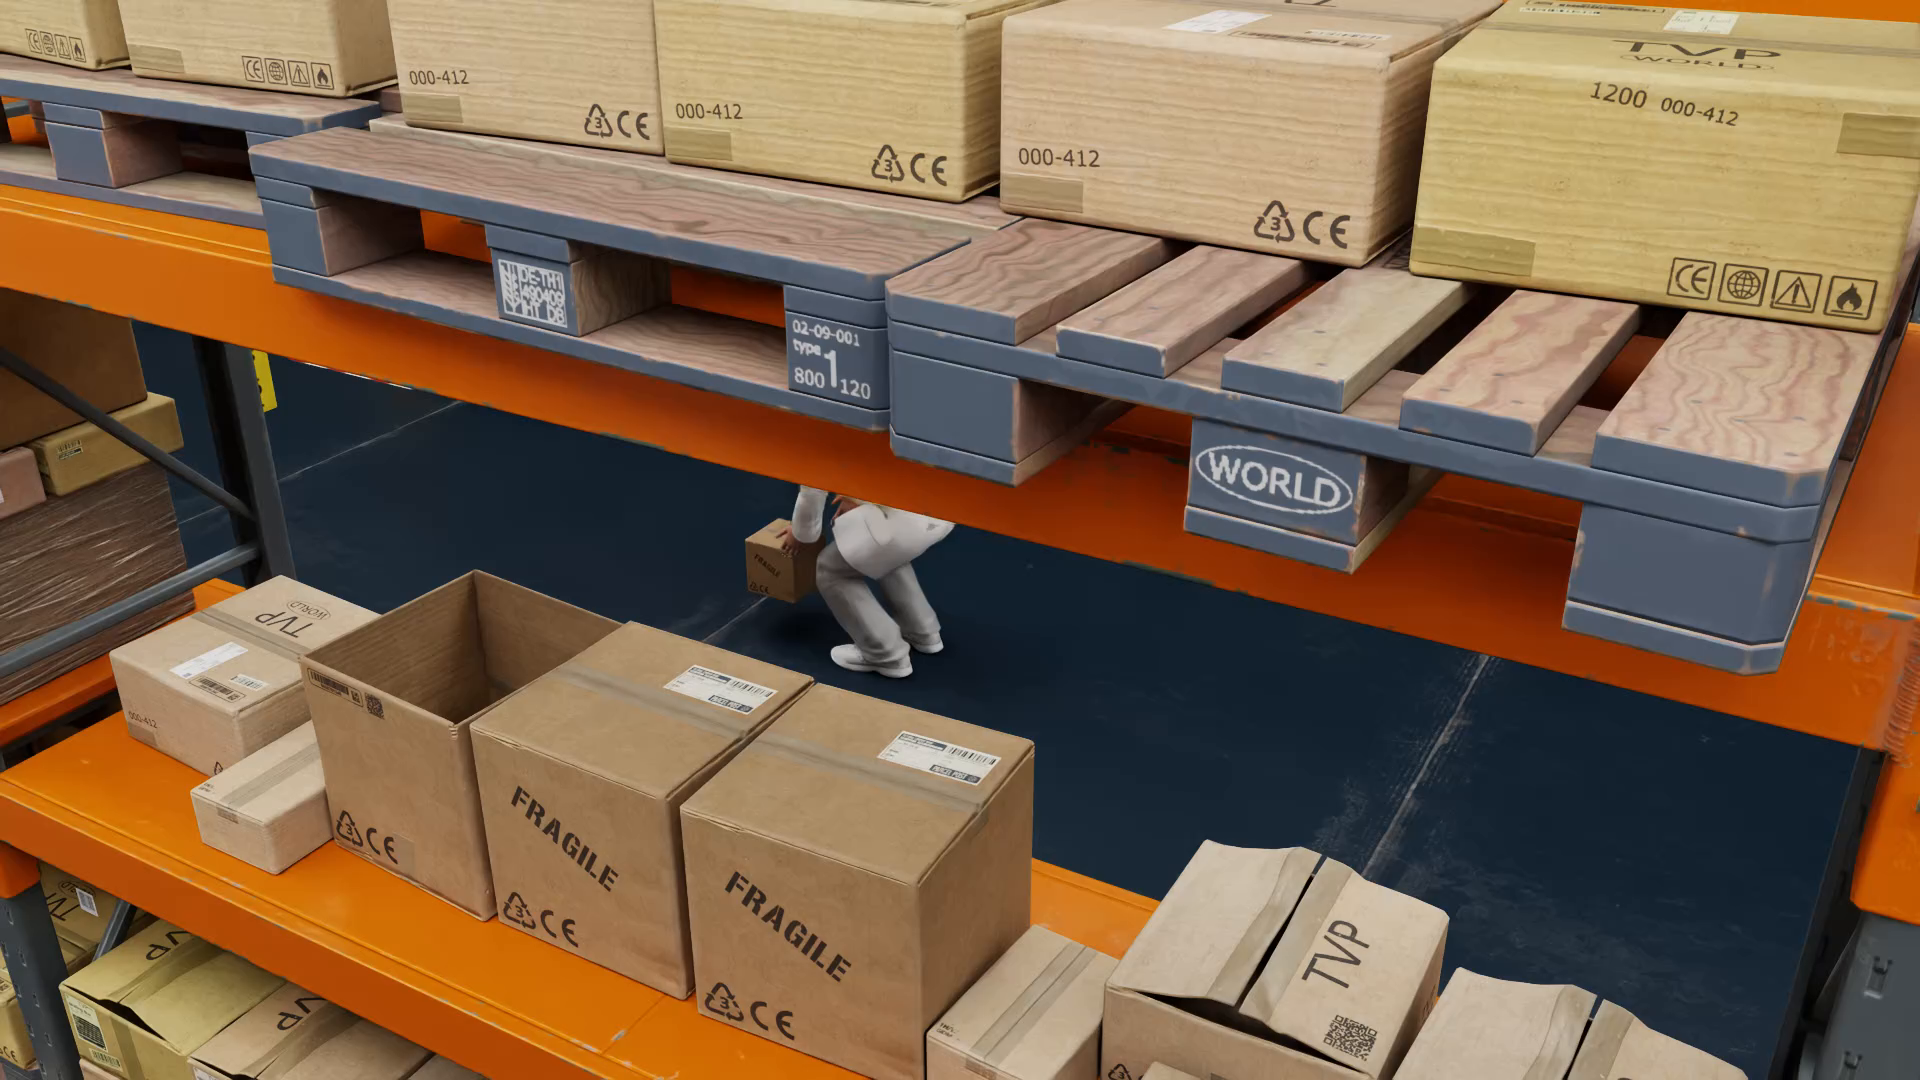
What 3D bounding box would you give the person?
[{"bbox_3d":[-0.362,-0.128,6.829,0.734,1.395,0.631,14,29,26],"label":"person"}]
